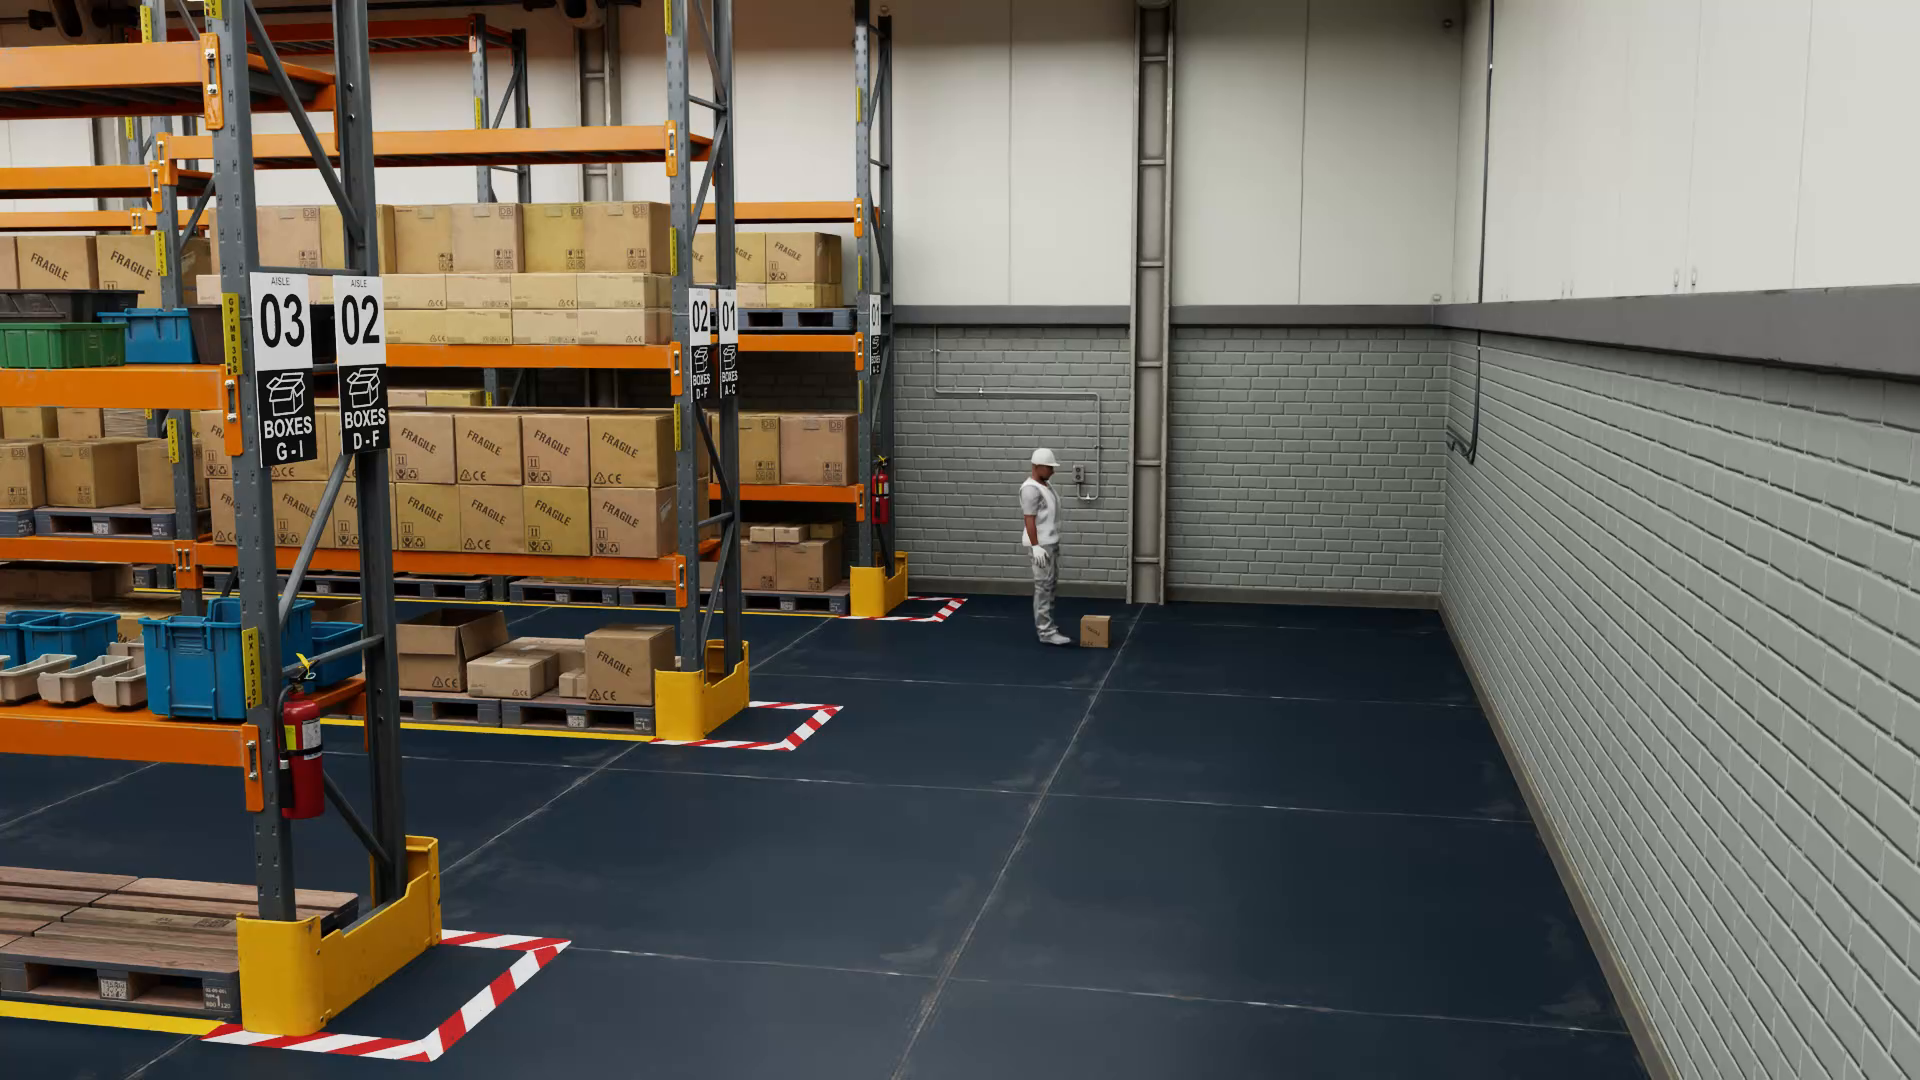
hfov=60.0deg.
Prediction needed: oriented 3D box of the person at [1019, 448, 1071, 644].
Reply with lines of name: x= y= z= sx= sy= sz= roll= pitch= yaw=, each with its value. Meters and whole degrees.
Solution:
person: x=0.811 y=0.075 z=15.231 sx=0.485 sy=1.836 sz=0.590 roll=3 pitch=8 yaw=18
